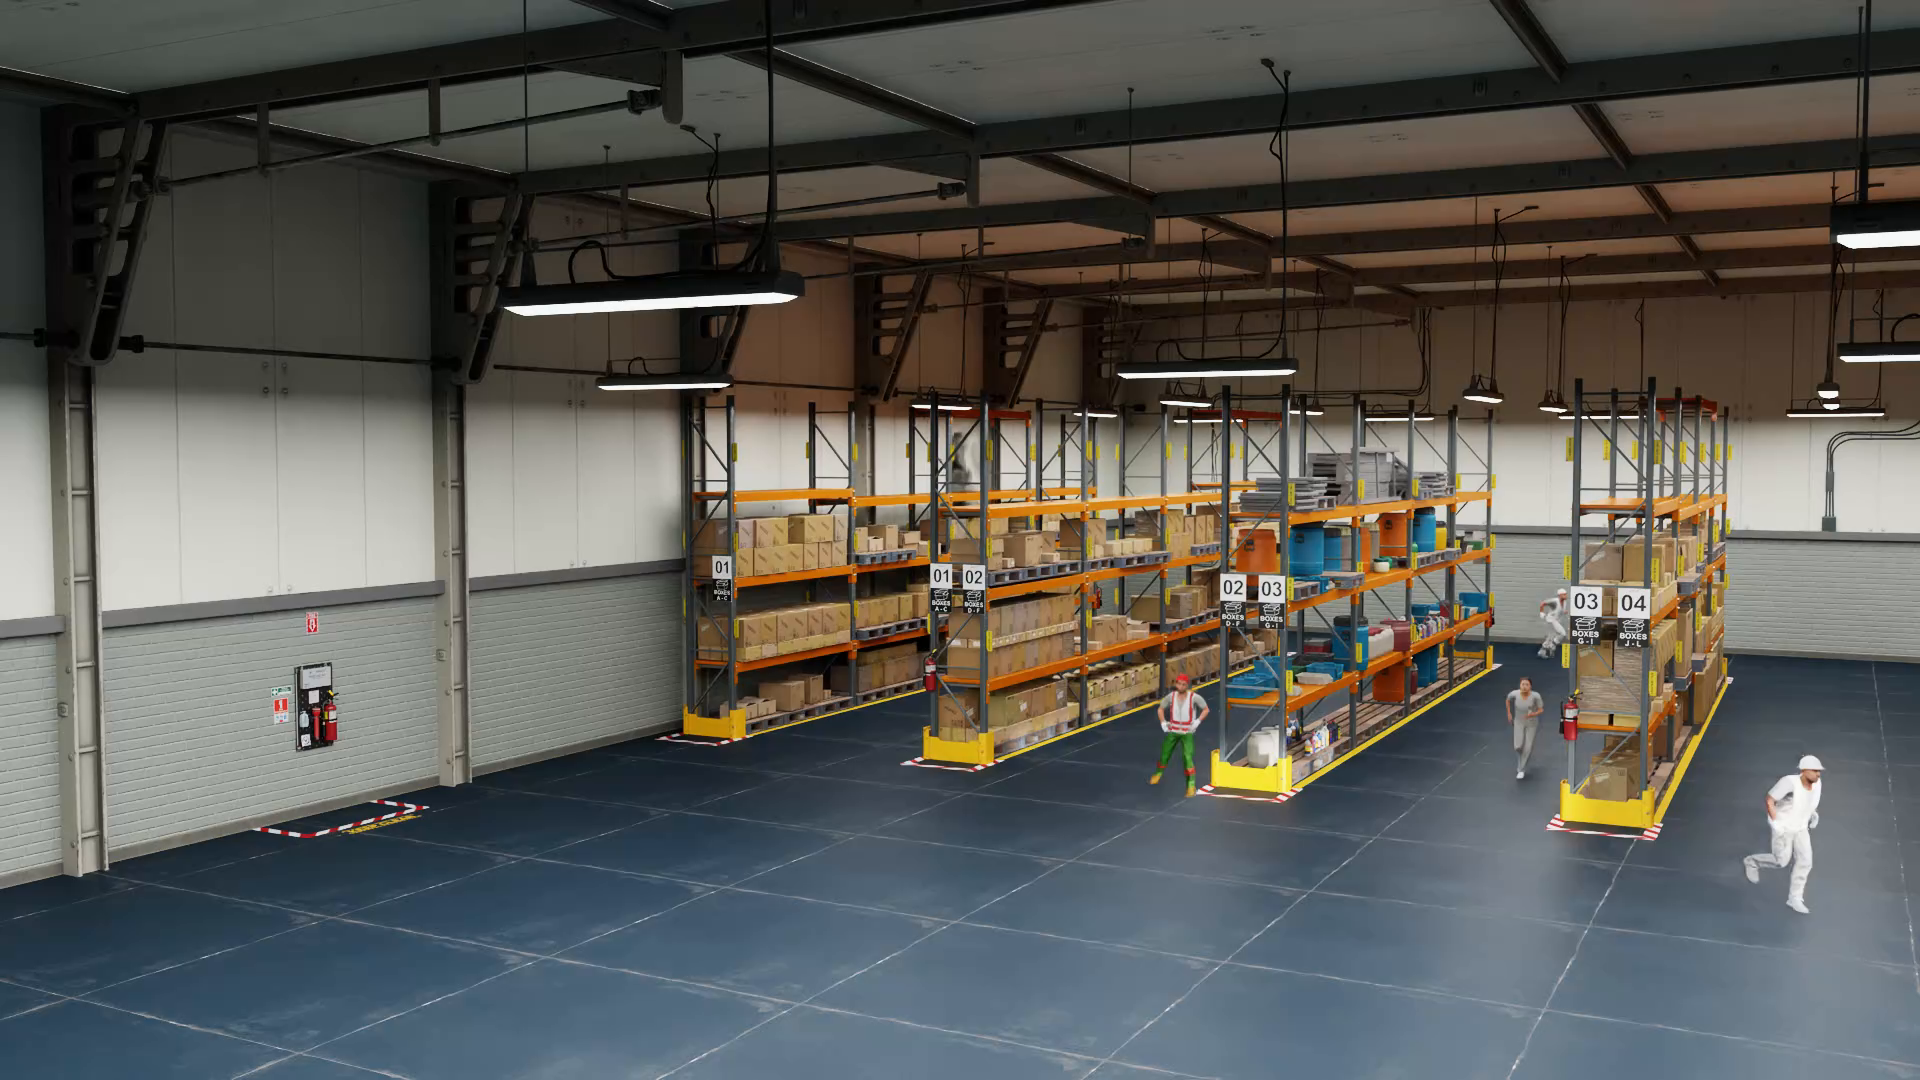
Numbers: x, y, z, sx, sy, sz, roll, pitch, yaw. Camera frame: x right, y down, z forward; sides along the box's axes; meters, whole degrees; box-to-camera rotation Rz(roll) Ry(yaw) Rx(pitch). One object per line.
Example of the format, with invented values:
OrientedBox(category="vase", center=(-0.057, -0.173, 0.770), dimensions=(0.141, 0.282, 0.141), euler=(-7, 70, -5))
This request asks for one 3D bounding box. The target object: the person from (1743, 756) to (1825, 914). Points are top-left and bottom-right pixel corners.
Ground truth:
OrientedBox(category="person", center=(9.138, 3.197, 18.435), dimensions=(0.685, 1.727, 0.968), euler=(-1, 3, -26))

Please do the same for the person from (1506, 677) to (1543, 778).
OrientedBox(category="person", center=(8.661, 2.872, 25.530), dimensions=(0.553, 1.596, 0.681), euler=(1, 3, 19))

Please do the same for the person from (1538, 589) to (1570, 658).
OrientedBox(category="person", center=(14.371, 2.013, 40.120), dimensions=(0.643, 1.700, 0.880), euler=(-3, 4, -43))

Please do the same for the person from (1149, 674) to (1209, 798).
OrientedBox(category="person", center=(3.212, 2.848, 24.504), dimensions=(0.895, 1.776, 0.760), euler=(1, 3, 15))
